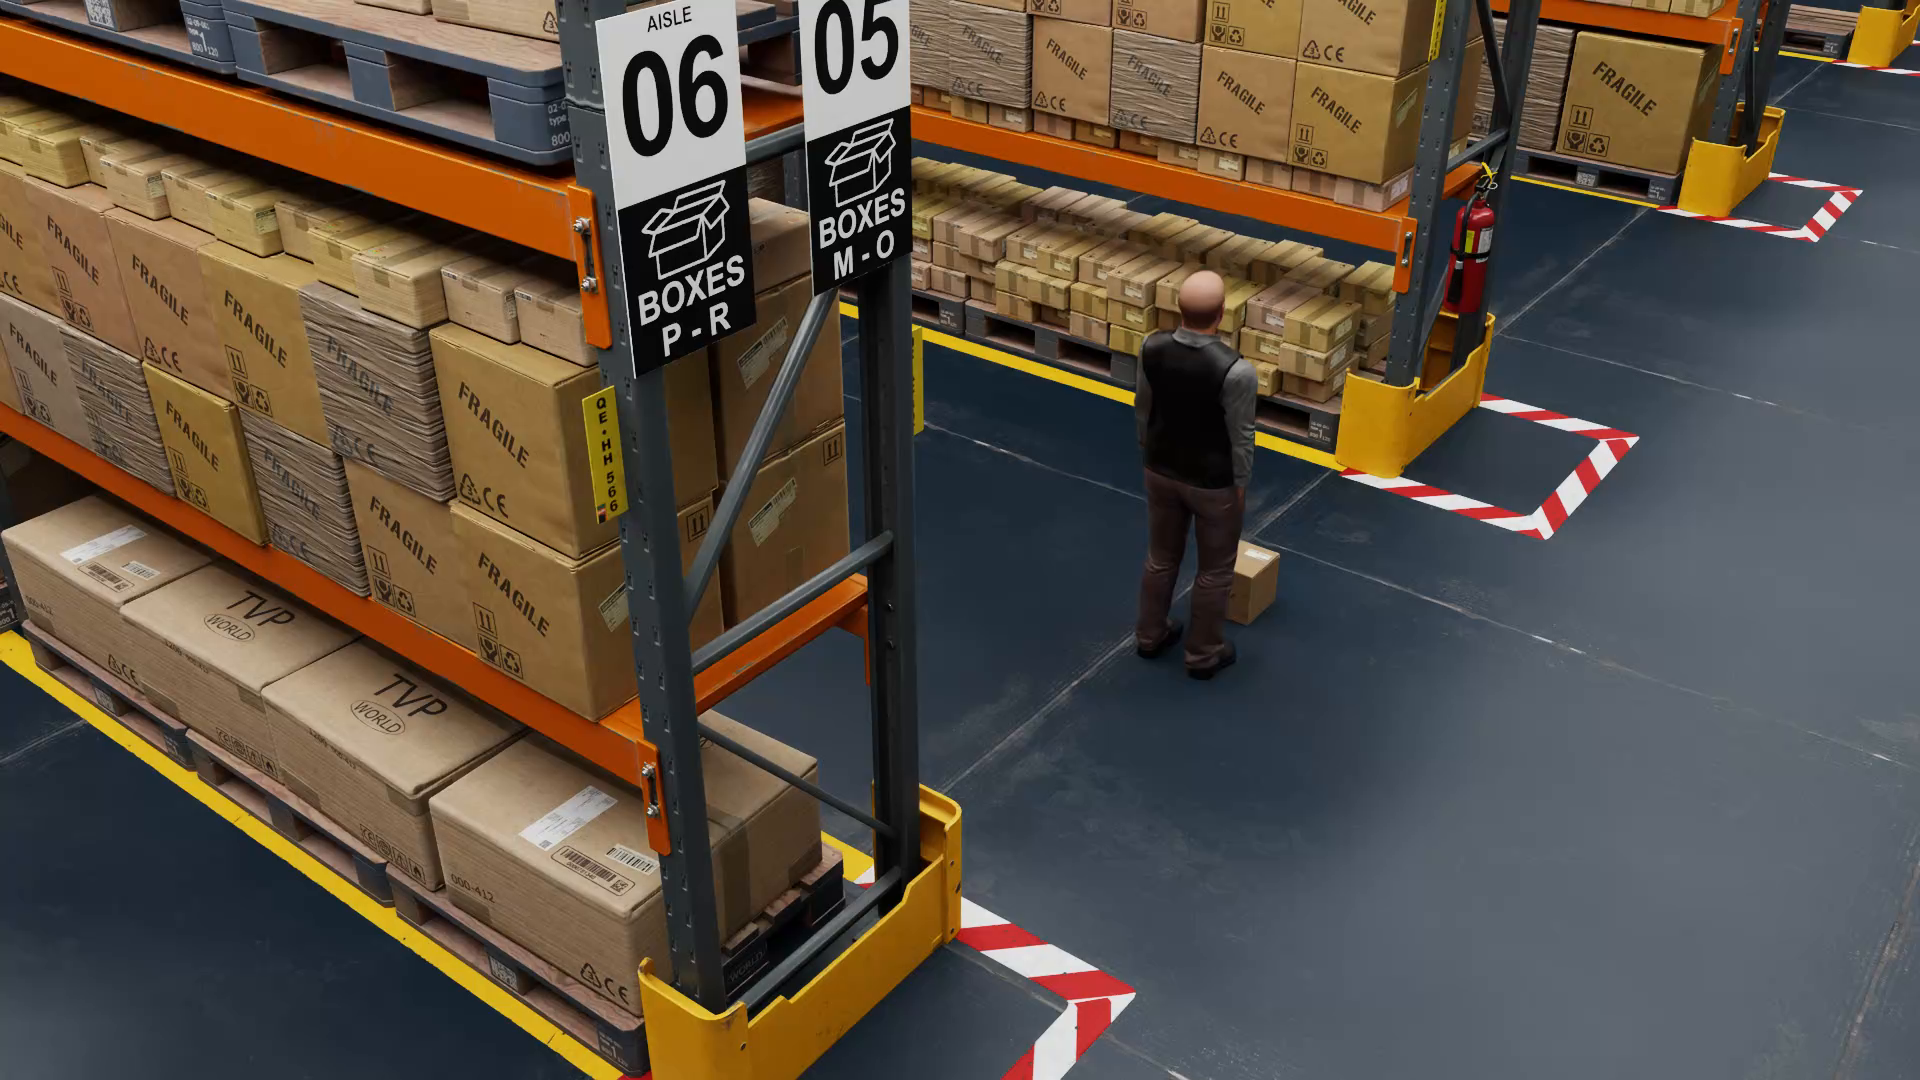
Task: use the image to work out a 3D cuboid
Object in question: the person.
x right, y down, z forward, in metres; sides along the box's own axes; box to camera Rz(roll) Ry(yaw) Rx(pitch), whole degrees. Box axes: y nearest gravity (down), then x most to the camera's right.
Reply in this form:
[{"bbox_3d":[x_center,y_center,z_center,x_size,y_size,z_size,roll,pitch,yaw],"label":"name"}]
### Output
[{"bbox_3d":[0.924,-0.260,6.600,0.530,1.718,0.359,22,37,32],"label":"person"}]
